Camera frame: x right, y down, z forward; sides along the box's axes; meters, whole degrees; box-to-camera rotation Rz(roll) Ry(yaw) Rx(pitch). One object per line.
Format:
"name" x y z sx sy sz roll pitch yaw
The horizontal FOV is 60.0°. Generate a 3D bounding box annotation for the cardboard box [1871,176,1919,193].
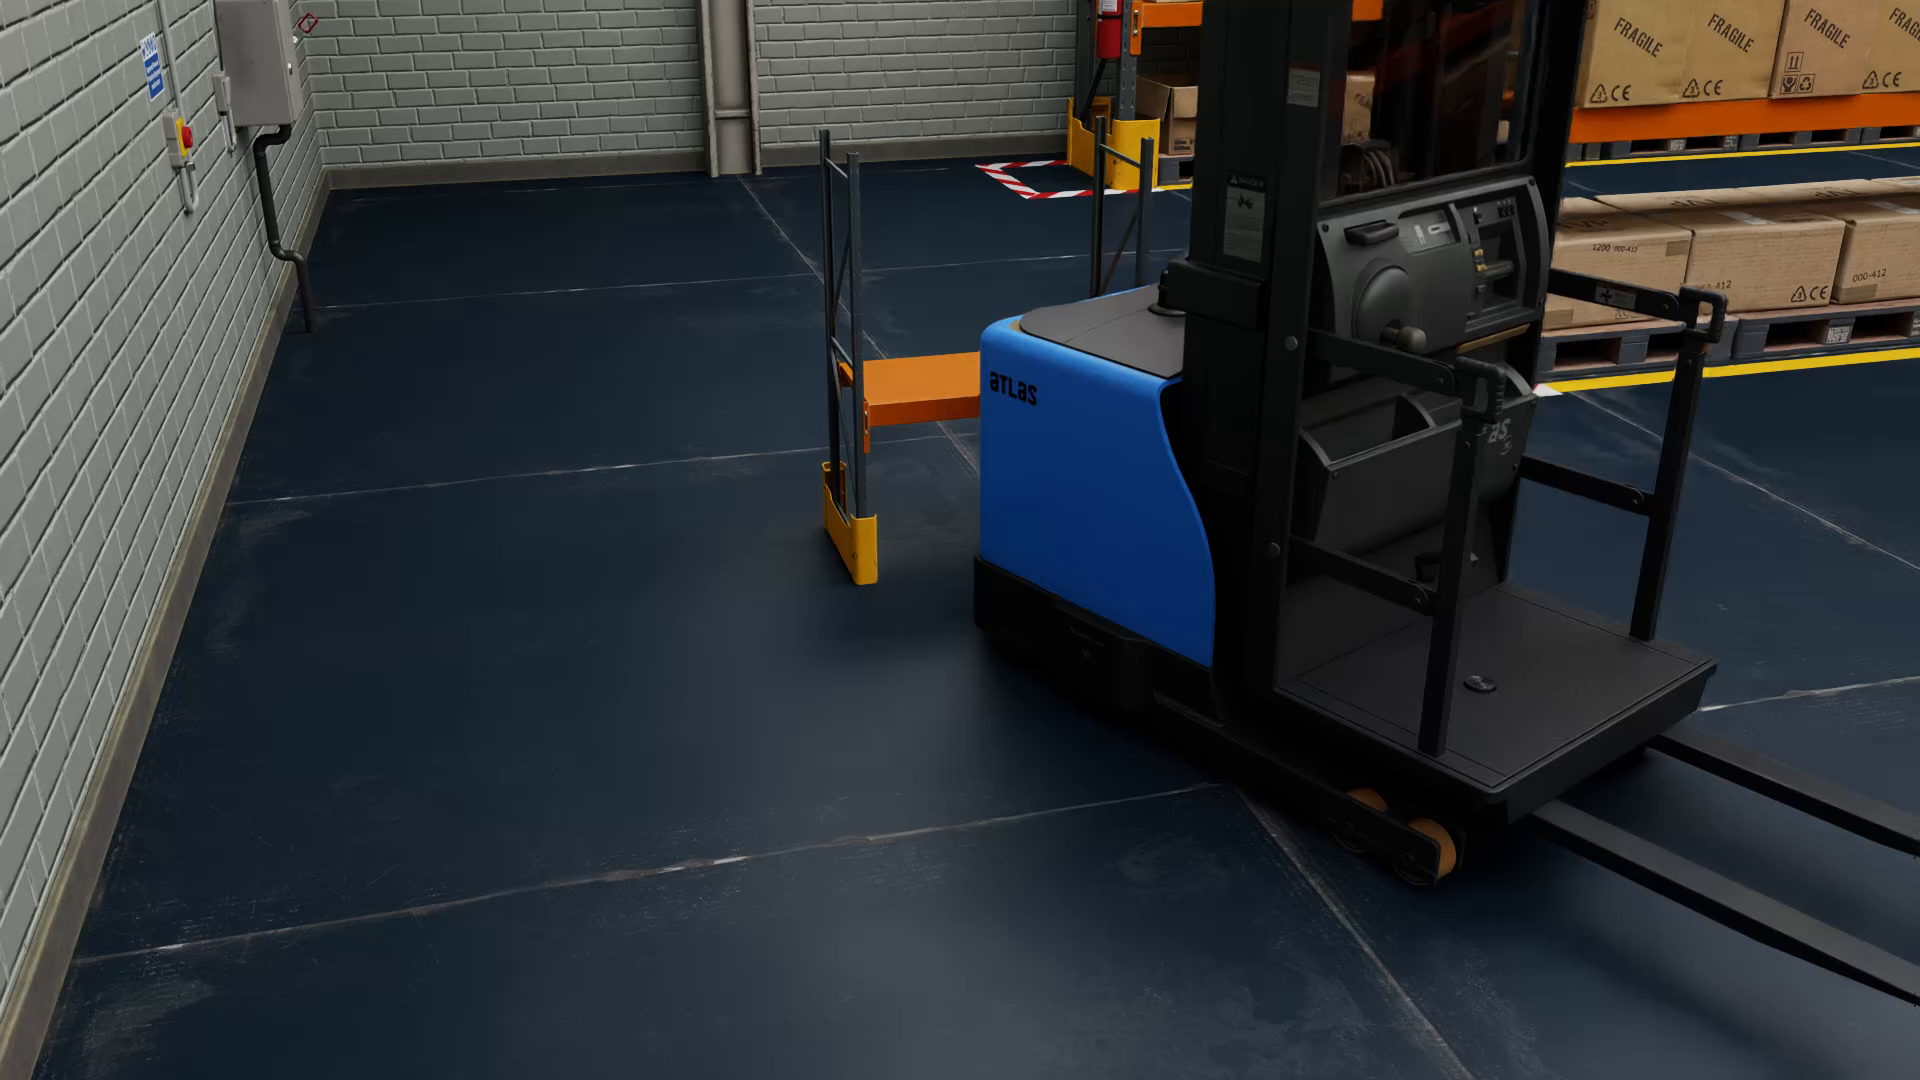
"cardboard box" 5.646 -1.710 9.149 0.875 0.438 0.875 -7 24 -15

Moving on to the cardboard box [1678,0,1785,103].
"cardboard box" 3.447 -2.347 7.790 0.500 0.500 0.500 -7 24 -15

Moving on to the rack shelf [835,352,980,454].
"rack shelf" 0.082 -0.533 6.046 1.000 0.185 0.538 -6 24 -14

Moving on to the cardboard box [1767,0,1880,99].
"cardboard box" 3.942 -2.395 7.900 0.500 0.500 0.500 -6 24 -15

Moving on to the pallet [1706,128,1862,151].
"pallet" 6.885 -3.556 14.269 1.213 0.211 1.003 -6 24 -14

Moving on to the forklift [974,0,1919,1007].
"forklift" 1.374 -0.696 4.156 1.130 2.935 3.031 -18 29 -36

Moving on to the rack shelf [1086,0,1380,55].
"rack shelf" 3.009 -4.061 12.823 4.000 0.370 1.077 -6 24 -14

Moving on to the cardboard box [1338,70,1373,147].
"cardboard box" 3.068 -3.347 12.884 0.500 0.500 0.500 -6 24 -13

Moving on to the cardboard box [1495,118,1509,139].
"cardboard box" 4.134 -3.333 13.147 0.258 0.266 0.396 -5 24 -12

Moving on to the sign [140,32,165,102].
"sign" -3.041 -1.785 6.262 0.001 0.218 0.327 -6 24 -14

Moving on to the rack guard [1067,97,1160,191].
"rack guard" 1.157 -3.038 12.697 0.348 0.500 1.175 -6 24 -14

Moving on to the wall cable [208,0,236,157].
"wall cable" -3.389 -2.689 7.425 0.122 1.984 0.588 -6 24 -14

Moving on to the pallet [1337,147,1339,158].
"pallet" 3.096 -3.119 13.252 1.213 0.211 1.003 -6 24 -14

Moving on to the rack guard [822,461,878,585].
"rack guard" -0.406 -0.070 6.096 0.087 0.250 0.587 -6 24 -14

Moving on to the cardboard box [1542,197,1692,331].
"cardboard box" 3.036 -1.419 8.469 0.875 0.438 0.875 -7 24 -16

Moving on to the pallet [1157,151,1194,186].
"pallet" 1.924 -2.991 12.953 1.213 0.211 1.003 -6 24 -14

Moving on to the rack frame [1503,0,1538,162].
"rack frame" 2.428 -2.295 7.794 0.127 3.000 1.000 -6 24 -14

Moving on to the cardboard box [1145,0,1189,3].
"cardboard box" 1.474 -3.994 12.073 0.250 0.149 0.380 -6 24 -15

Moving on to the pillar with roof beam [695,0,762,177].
"pillar with roof beam" -0.593 -5.356 7.321 0.400 9.000 9.100 -6 24 -14

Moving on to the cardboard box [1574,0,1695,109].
"cardboard box" 2.968 -2.283 7.639 0.500 0.500 0.500 -7 24 -15

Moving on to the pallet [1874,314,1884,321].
"pallet" 5.526 -1.388 9.217 1.213 0.211 1.003 -6 24 -14

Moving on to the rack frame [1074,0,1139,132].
"rack frame" 1.083 -4.179 12.185 0.127 3.000 1.000 -6 24 -14

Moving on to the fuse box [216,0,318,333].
"fuse box" -3.422 -1.906 8.523 0.414 1.711 0.539 -6 24 -14

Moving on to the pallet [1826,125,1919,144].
"pallet" 8.057 -3.684 14.569 1.213 0.211 1.003 -6 24 -14

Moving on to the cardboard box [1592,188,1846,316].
"cardboard box" 3.915 -1.519 8.703 0.875 0.438 0.875 -6 24 -13

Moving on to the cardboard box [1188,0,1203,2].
"cardboard box" 1.706 -4.039 12.178 0.250 0.149 0.380 -6 24 -13

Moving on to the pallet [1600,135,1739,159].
"pallet" 5.708 -3.424 13.963 1.213 0.211 1.003 -6 24 -14

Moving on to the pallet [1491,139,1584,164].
"pallet" 4.273 -3.251 13.558 1.213 0.211 1.003 -6 24 -14

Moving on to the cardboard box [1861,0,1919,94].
"cardboard box" 4.419 -2.454 8.039 0.500 0.500 0.500 -6 24 -13

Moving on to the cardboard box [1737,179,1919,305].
"cardboard box" 4.784 -1.615 8.926 0.875 0.438 0.875 -7 24 -16

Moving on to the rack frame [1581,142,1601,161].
"rack frame" 4.935 -4.605 13.178 0.127 3.000 1.000 -6 24 -14

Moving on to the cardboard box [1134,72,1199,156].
"cardboard box" 1.698 -3.254 12.662 0.637 0.503 0.797 -7 24 -16

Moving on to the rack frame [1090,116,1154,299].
"rack frame" 0.572 -0.752 6.102 0.032 1.500 0.500 -6 24 -14

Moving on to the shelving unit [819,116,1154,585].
"shelving unit" 0.073 -0.697 5.973 1.083 1.500 0.587 -6 24 -14

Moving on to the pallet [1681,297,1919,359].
"pallet" 4.349 -1.257 8.911 1.213 0.211 1.003 -6 24 -14

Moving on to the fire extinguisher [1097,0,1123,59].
"fire extinguisher" 1.067 -3.781 11.828 0.183 0.674 0.296 -6 24 -14

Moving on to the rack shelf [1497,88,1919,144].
"rack shelf" 4.354 -2.177 8.432 4.000 0.370 1.077 -6 24 -14

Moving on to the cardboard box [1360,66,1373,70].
"cardboard box" 3.531 -3.439 13.099 0.500 0.500 0.700 -7 24 -16

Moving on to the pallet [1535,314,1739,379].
"pallet" 3.177 -1.128 8.612 1.213 0.211 1.003 -6 24 -14

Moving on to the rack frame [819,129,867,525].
"rack frame" -0.407 -0.644 5.849 0.032 1.500 0.500 -6 24 -14

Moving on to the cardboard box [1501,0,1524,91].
"cardboard box" 2.821 -2.493 8.128 0.500 0.500 0.500 -6 24 -14

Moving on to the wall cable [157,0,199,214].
"wall cable" -2.995 -2.167 6.167 0.123 1.953 0.585 -6 24 -14
